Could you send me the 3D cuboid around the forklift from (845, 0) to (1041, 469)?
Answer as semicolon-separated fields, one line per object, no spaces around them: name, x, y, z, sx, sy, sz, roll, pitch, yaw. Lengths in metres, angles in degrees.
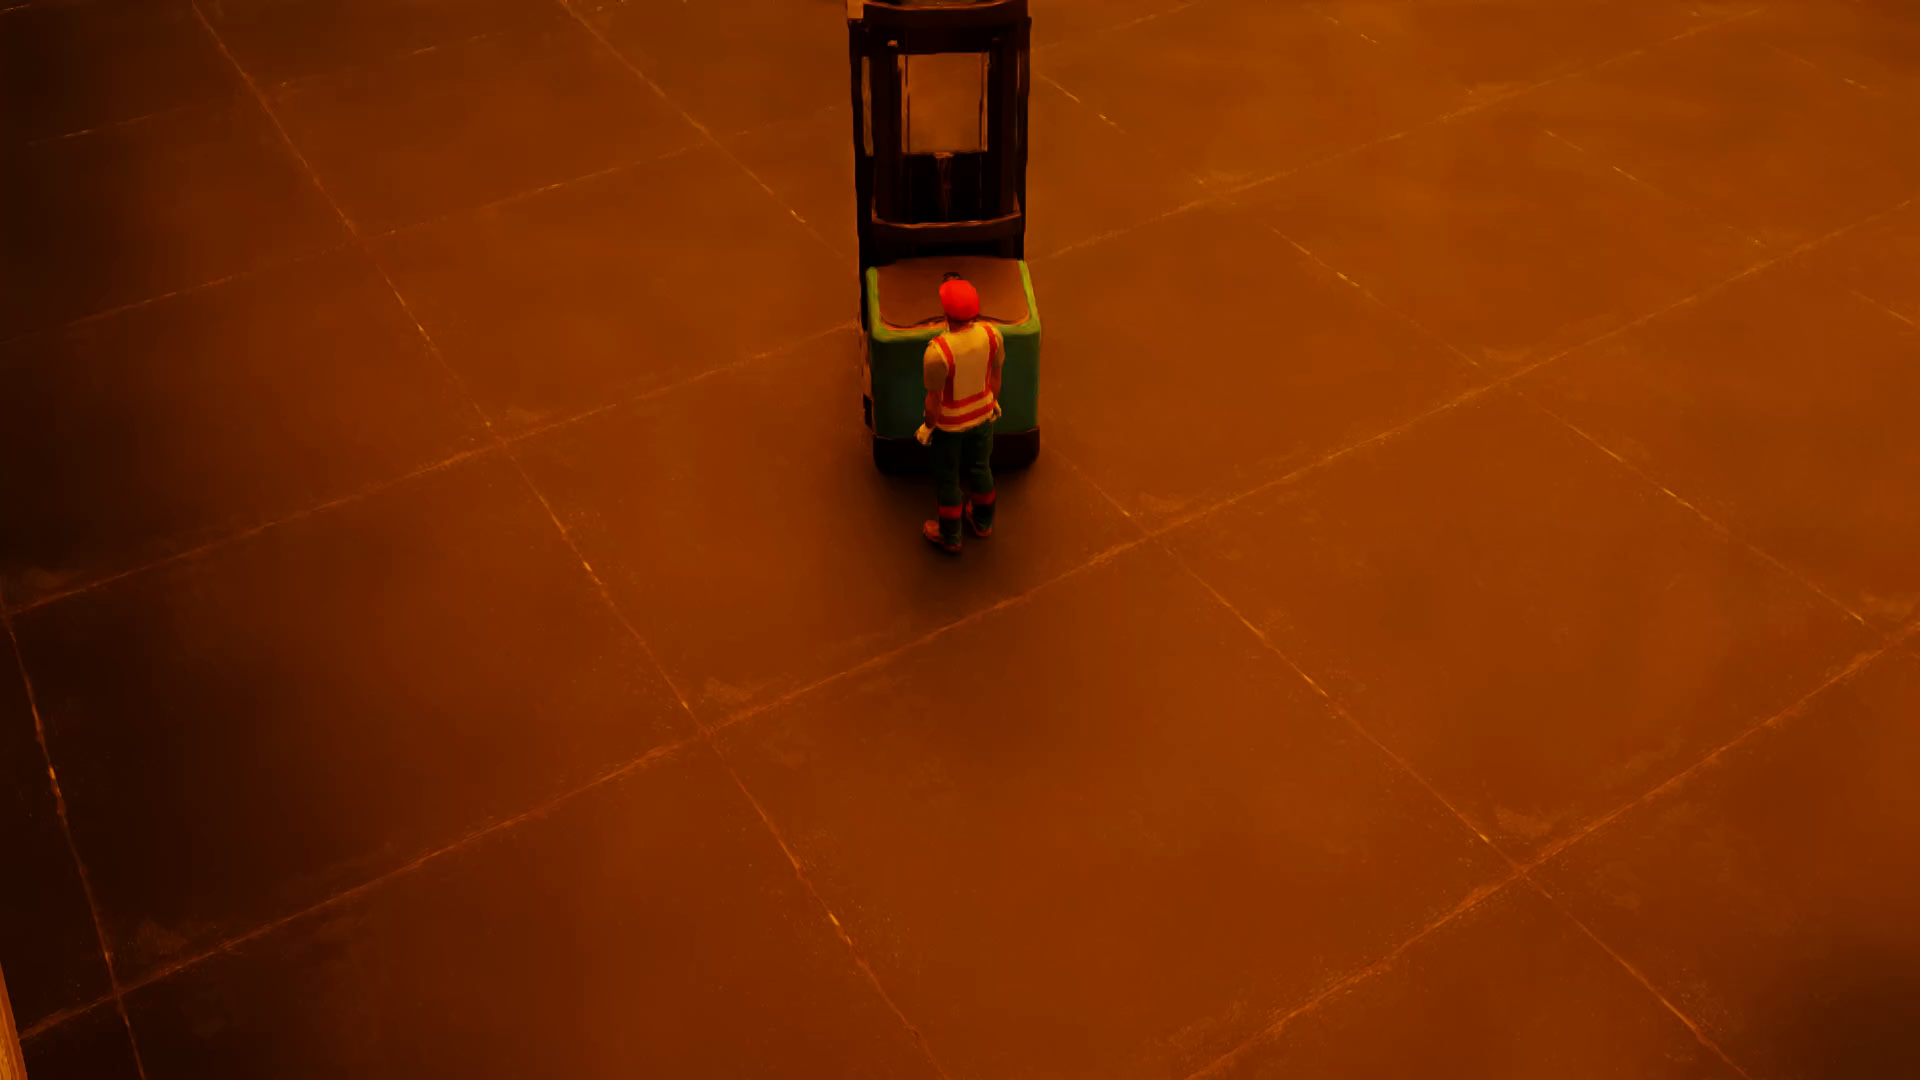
forklift;-0.145;-2.511;10.745;1.130;2.935;3.031;-3;41;-4

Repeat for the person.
person;-0.012;-0.716;9.496;0.540;1.795;0.349;-23;46;-24
